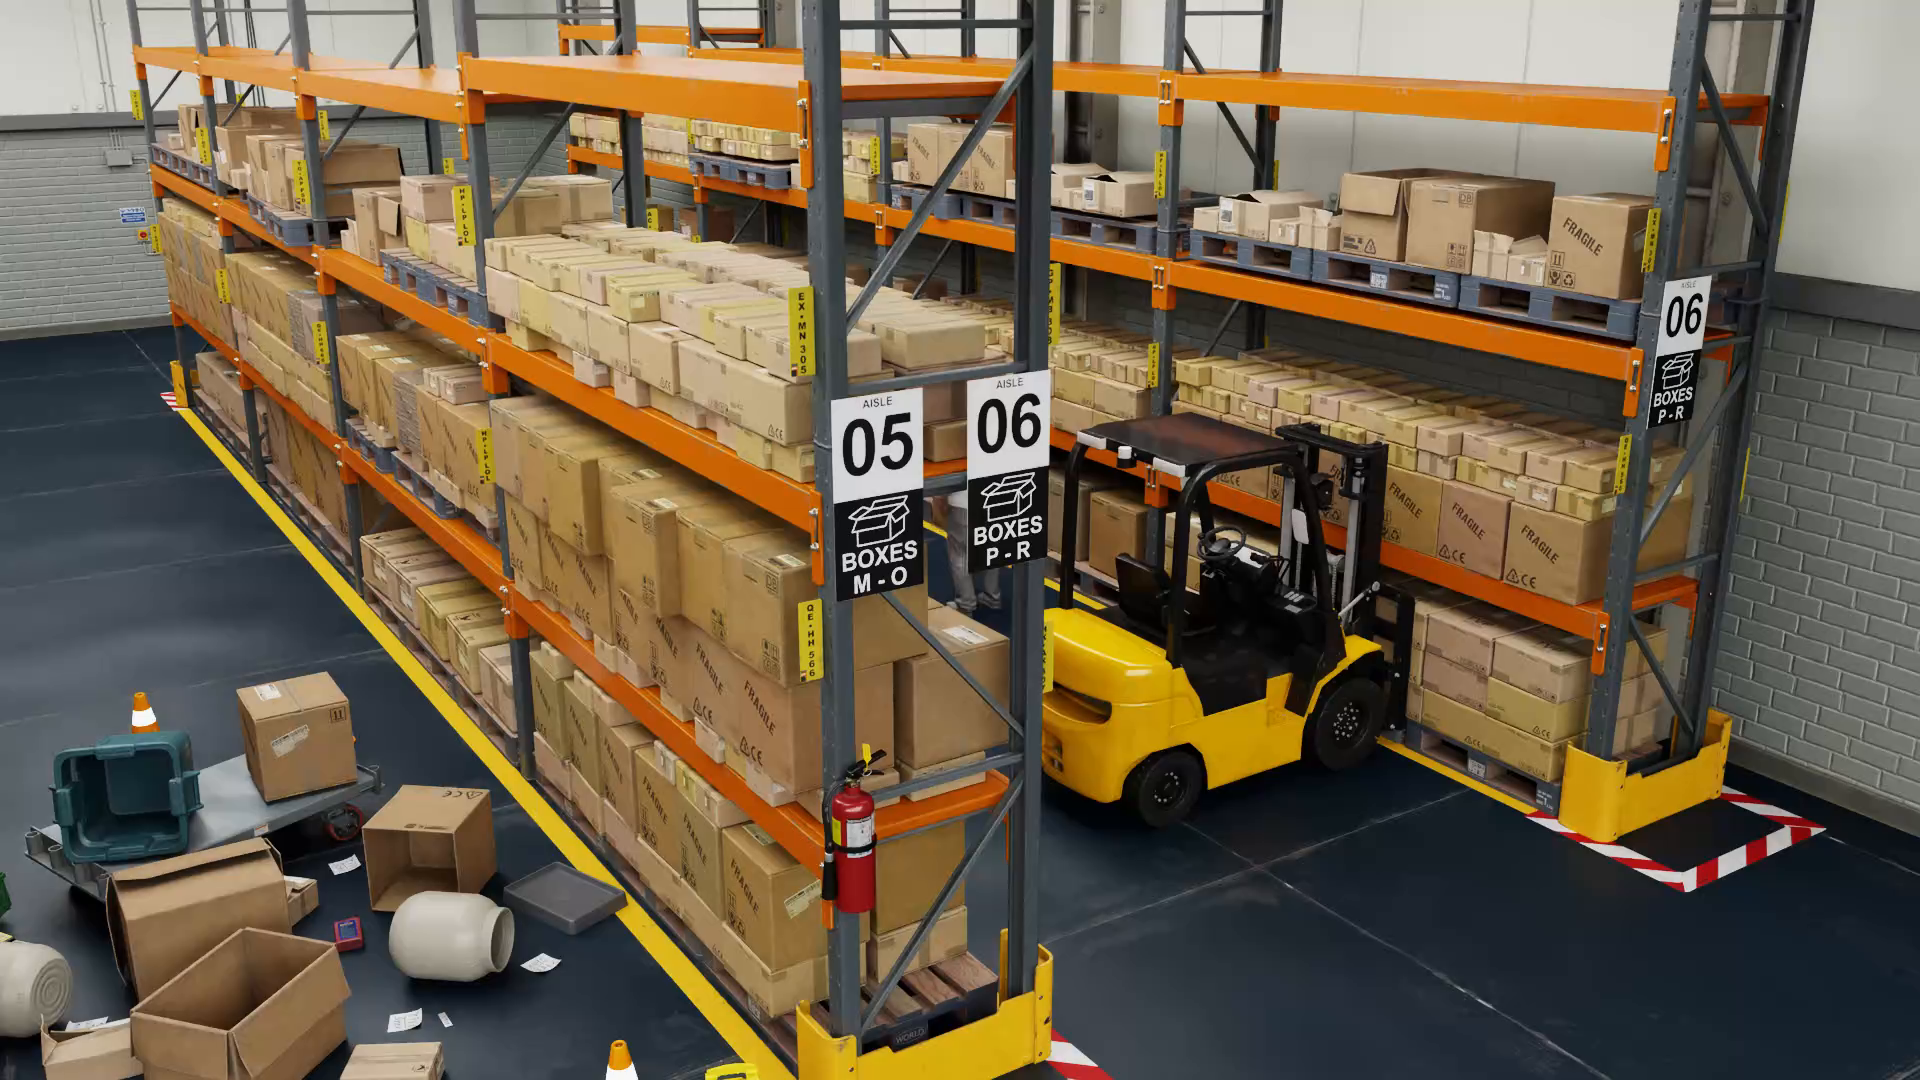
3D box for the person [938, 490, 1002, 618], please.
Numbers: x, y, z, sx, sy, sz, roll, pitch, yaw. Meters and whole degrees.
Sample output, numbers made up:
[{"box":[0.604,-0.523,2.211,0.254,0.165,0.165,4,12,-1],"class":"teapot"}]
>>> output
[{"box":[0.085,-0.298,12.951,0.608,1.762,0.435,-11,21,-31],"class":"person"}]
